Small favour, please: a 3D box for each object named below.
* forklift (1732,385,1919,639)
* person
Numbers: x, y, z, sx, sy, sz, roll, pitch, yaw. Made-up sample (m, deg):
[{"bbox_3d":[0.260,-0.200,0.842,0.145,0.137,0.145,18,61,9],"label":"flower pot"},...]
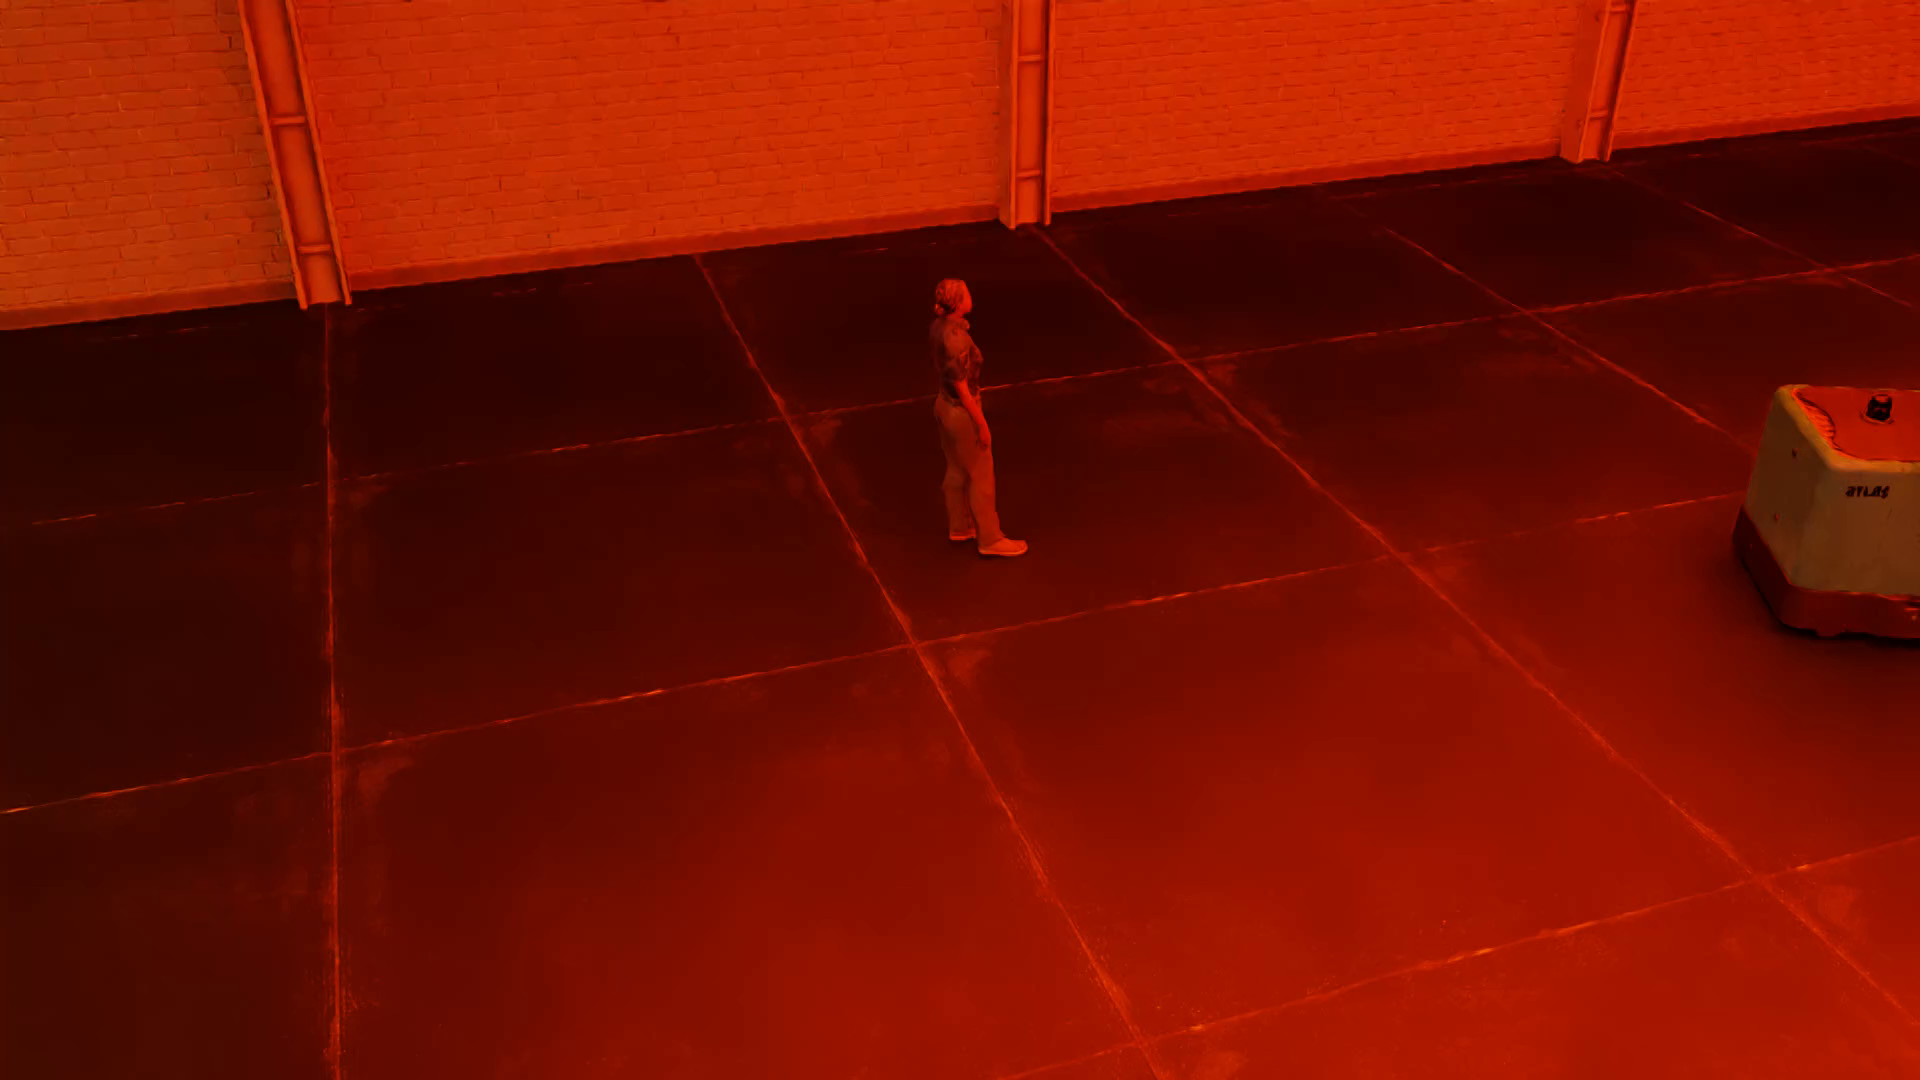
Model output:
[{"bbox_3d":[6.042,-0.907,8.663,3.031,2.935,1.130,3,30,6],"label":"forklift"},{"bbox_3d":[0.089,-0.728,9.618,0.503,1.654,0.570,-10,31,-16],"label":"person"}]
